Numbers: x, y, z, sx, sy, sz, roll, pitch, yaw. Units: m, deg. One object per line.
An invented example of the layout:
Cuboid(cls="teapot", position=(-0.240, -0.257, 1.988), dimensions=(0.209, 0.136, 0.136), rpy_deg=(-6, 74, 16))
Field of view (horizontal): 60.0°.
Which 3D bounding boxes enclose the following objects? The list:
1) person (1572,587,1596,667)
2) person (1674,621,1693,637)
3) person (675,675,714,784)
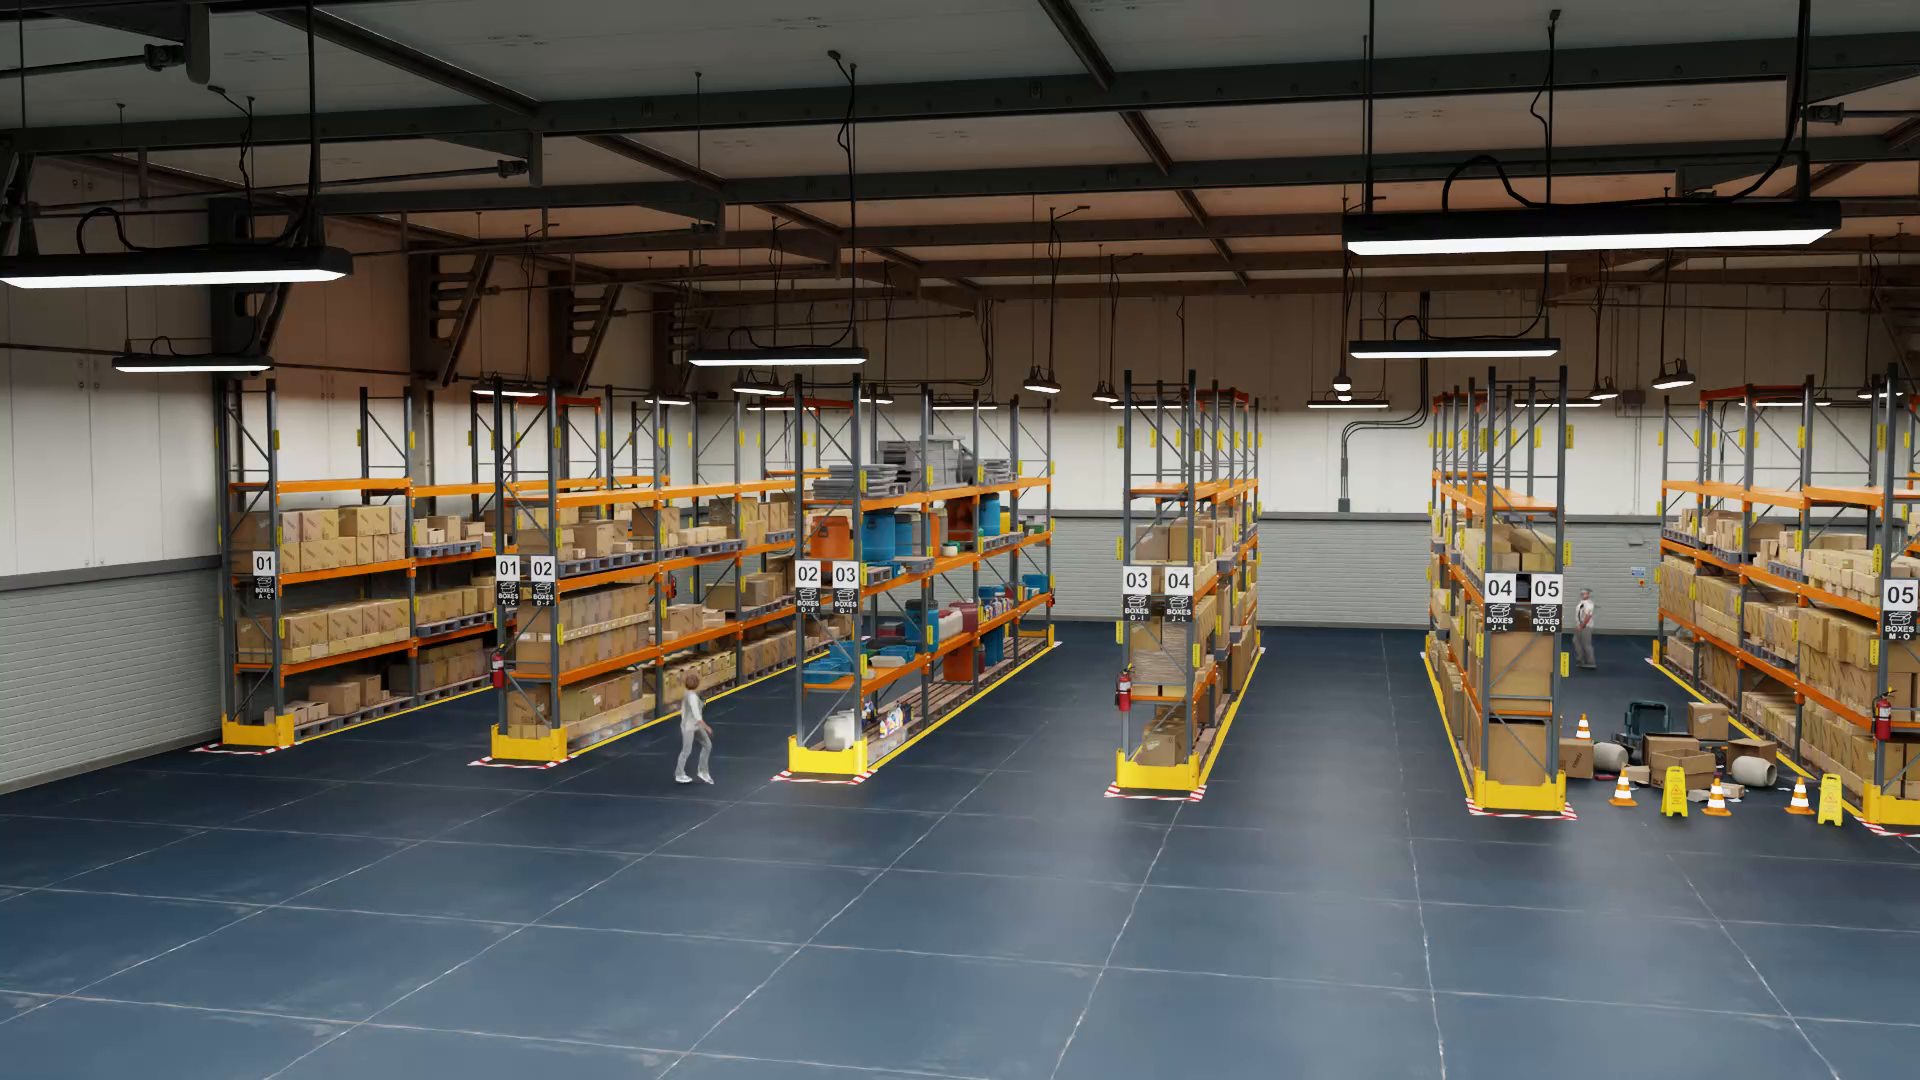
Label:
Cuboid(cls="person", position=(13.711, 1.953, 36.560), dimensions=(0.534, 1.842, 0.609), rpy_deg=(2, 4, 24))
Cuboid(cls="person", position=(17.022, 1.843, 39.071), dimensions=(0.512, 1.698, 0.428), rpy_deg=(3, 5, 42))
Cuboid(cls="person", position=(-3.876, 2.758, 24.162), dimensions=(0.600, 1.621, 0.407), rpy_deg=(1, 4, 13))
